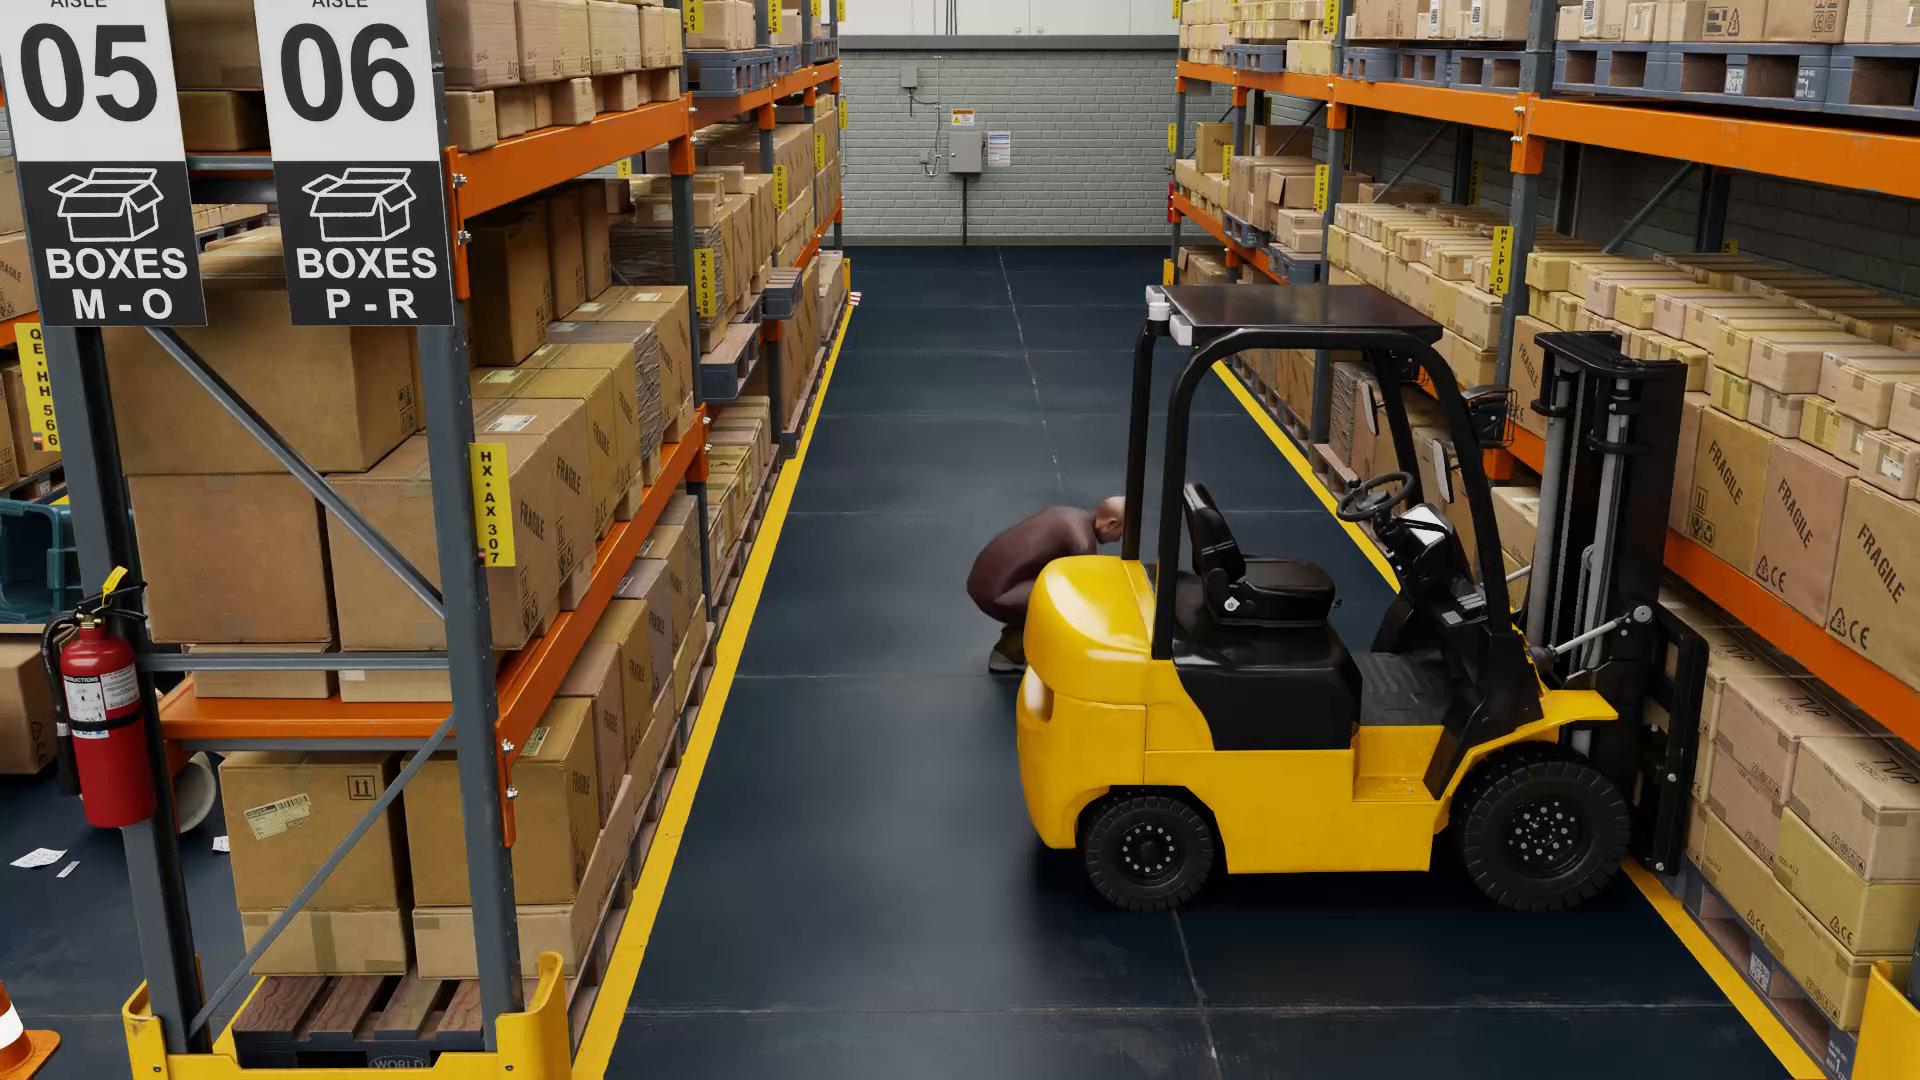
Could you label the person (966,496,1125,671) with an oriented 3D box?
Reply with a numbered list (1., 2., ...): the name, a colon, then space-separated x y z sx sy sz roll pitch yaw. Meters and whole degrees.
1. person: 0.482 0.255 8.477 0.902 0.826 0.596 0 17 -1
